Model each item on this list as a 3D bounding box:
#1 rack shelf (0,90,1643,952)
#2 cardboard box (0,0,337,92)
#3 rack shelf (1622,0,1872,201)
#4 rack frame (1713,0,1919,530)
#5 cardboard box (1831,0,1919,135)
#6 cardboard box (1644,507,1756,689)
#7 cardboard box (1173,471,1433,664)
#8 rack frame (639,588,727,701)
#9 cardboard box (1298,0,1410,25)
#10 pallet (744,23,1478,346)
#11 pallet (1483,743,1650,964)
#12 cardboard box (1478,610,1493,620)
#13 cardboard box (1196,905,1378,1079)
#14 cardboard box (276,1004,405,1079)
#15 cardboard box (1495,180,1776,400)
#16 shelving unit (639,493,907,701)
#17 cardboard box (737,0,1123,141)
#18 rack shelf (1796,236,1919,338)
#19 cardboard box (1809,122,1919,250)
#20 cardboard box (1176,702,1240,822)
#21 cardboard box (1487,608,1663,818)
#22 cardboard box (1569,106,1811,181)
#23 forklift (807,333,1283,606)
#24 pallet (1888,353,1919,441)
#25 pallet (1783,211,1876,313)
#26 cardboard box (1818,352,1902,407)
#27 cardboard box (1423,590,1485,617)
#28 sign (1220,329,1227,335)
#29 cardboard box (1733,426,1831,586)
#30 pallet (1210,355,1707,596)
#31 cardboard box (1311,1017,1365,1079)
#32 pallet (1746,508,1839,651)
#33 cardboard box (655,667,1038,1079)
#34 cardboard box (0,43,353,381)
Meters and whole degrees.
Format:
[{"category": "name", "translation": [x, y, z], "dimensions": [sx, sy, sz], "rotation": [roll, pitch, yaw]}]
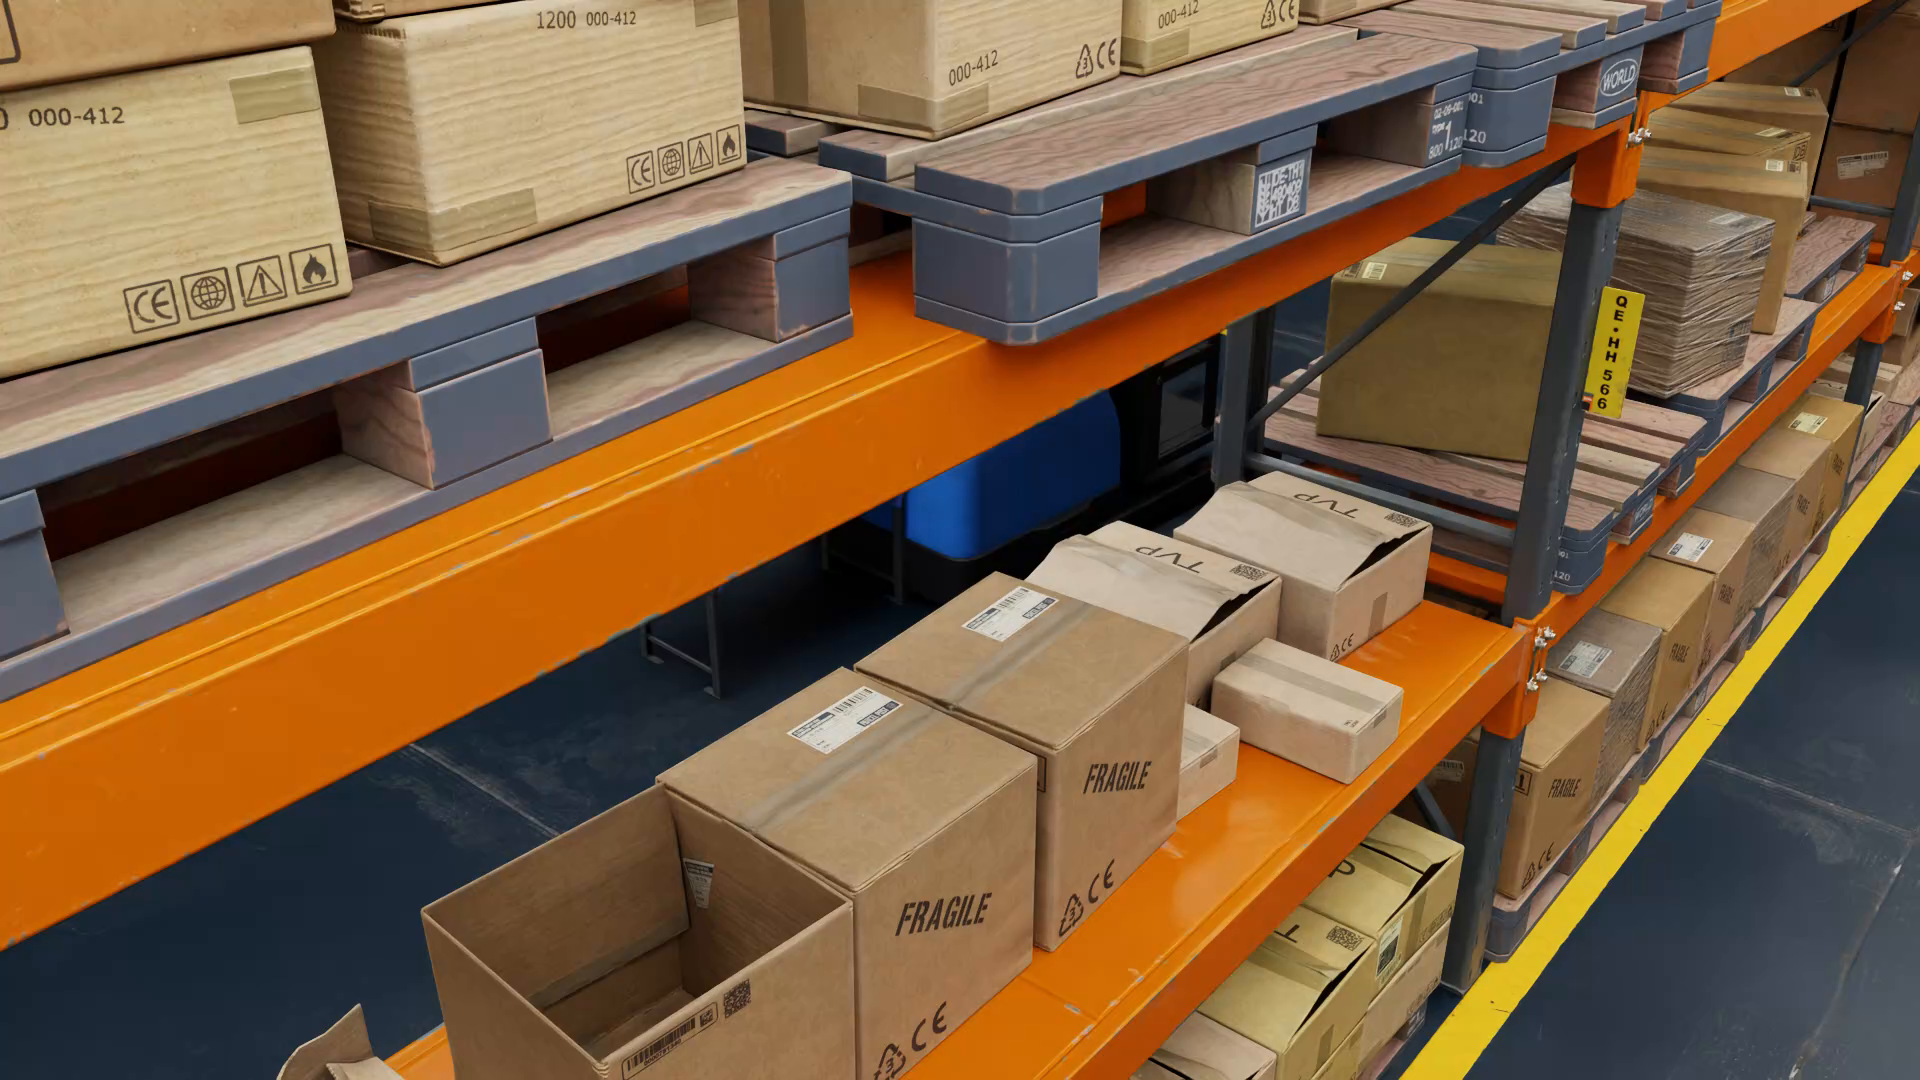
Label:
[{"category": "rack shelf", "translation": [-0.087, -0.412, 2.801], "dimensions": [1.077, 0.370, 4.000], "rotation": [21, 34, 34]}, {"category": "cardboard box", "translation": [-0.937, -0.683, 1.431], "dimensions": [0.500, 0.500, 0.500], "rotation": [21, 34, 35]}, {"category": "rack shelf", "translation": [2.457, -1.830, 5.542], "dimensions": [1.077, 0.370, 4.000], "rotation": [21, 34, 34]}, {"category": "rack frame", "translation": [3.729, -1.527, 7.437], "dimensions": [1.000, 3.000, 0.127], "rotation": [21, 34, 34]}, {"category": "cardboard box", "translation": [4.246, -2.100, 7.348], "dimensions": [0.500, 0.500, 0.500], "rotation": [22, 34, 36]}, {"category": "cardboard box", "translation": [2.674, 0.178, 6.382], "dimensions": [0.500, 0.500, 0.500], "rotation": [19, 33, 33]}, {"category": "cardboard box", "translation": [0.920, 0.047, 4.491], "dimensions": [0.500, 0.311, 0.500], "rotation": [23, 35, 37]}, {"category": "rack frame", "translation": [-1.113, -0.117, 6.343], "dimensions": [0.500, 1.500, 0.032], "rotation": [23, 35, 37]}, {"category": "cardboard box", "translation": [0.620, -1.192, 3.232], "dimensions": [0.500, 0.250, 0.500], "rotation": [22, 34, 36]}, {"category": "pallet", "translation": [0.113, -0.693, 2.766], "dimensions": [1.003, 0.211, 1.213], "rotation": [23, 35, 37]}, {"category": "pallet", "translation": [1.689, 0.876, 5.826], "dimensions": [1.003, 0.211, 1.213], "rotation": [21, 34, 34]}, {"category": "cardboard box", "translation": [1.599, 0.406, 5.942], "dimensions": [0.500, 0.500, 0.500], "rotation": [22, 35, 36]}, {"category": "cardboard box", "translation": [0.716, 1.121, 4.244], "dimensions": [0.500, 0.311, 0.500], "rotation": [20, 34, 34]}, {"category": "cardboard box", "translation": [-0.942, 1.004, 2.691], "dimensions": [0.396, 0.266, 0.258], "rotation": [20, 33, 33]}, {"category": "cardboard box", "translation": [2.228, -0.864, 5.590], "dimensions": [0.500, 0.500, 0.700], "rotation": [-21, 34, -34]}, {"category": "shelving unit", "translation": [-0.770, -0.289, 6.676], "dimensions": [0.538, 1.500, 1.048], "rotation": [23, 35, 37]}, {"category": "cardboard box", "translation": [-0.096, -0.803, 2.478], "dimensions": [0.500, 0.250, 0.500], "rotation": [18, 32, 30]}, {"category": "rack shelf", "translation": [5.001, -1.916, 8.973], "dimensions": [1.077, 0.370, 4.000], "rotation": [21, 34, 34]}, {"category": "cardboard box", "translation": [4.264, -1.672, 7.609], "dimensions": [0.500, 0.500, 0.500], "rotation": [22, 34, 36]}, {"category": "cardboard box", "translation": [0.417, 0.472, 3.847], "dimensions": [0.380, 0.149, 0.250], "rotation": [24, 36, 38]}, {"category": "cardboard box", "translation": [2.024, 0.541, 5.681], "dimensions": [0.500, 0.500, 0.500], "rotation": [19, 33, 33]}, {"category": "cardboard box", "translation": [2.867, -1.393, 6.612], "dimensions": [0.500, 0.500, 0.700], "rotation": [-22, 35, -36]}, {"category": "forklift", "translation": [0.655, -1.596, 7.645], "dimensions": [1.130, 2.935, 3.031], "rotation": [23, 35, 37]}, {"category": "pallet", "translation": [4.942, -0.966, 9.387], "dimensions": [1.003, 0.211, 1.213], "rotation": [21, 34, 34]}, {"category": "pallet", "translation": [3.137, -1.190, 6.995], "dimensions": [1.003, 0.211, 1.213], "rotation": [21, 34, 34]}, {"category": "cardboard box", "translation": [4.706, -0.859, 8.750], "dimensions": [0.380, 0.166, 0.250], "rotation": [21, 34, 34]}, {"category": "cardboard box", "translation": [1.631, 0.052, 5.811], "dimensions": [0.500, 0.250, 0.500], "rotation": [22, 35, 36]}, {"category": "sign", "translation": [0.760, -0.743, 4.747], "dimensions": [0.100, 0.325, 0.005], "rotation": [21, 34, 34]}, {"category": "cardboard box", "translation": [3.316, -0.180, 7.076], "dimensions": [0.500, 0.500, 0.500], "rotation": [21, 34, 35]}, {"category": "pallet", "translation": [1.562, -0.284, 5.243], "dimensions": [1.213, 0.211, 1.003], "rotation": [21, 34, 34]}, {"category": "cardboard box", "translation": [0.713, 1.368, 4.377], "dimensions": [0.500, 0.250, 0.500], "rotation": [20, 34, 34]}, {"category": "pallet", "translation": [3.241, 0.011, 7.499], "dimensions": [1.003, 0.211, 1.213], "rotation": [21, 34, 34]}, {"category": "cardboard box", "translation": [-0.205, 0.633, 3.152], "dimensions": [0.500, 0.500, 0.500], "rotation": [21, 34, 34]}, {"category": "cardboard box", "translation": [-0.960, -0.358, 1.619], "dimensions": [0.500, 0.250, 0.500], "rotation": [-24, 36, -38]}]
